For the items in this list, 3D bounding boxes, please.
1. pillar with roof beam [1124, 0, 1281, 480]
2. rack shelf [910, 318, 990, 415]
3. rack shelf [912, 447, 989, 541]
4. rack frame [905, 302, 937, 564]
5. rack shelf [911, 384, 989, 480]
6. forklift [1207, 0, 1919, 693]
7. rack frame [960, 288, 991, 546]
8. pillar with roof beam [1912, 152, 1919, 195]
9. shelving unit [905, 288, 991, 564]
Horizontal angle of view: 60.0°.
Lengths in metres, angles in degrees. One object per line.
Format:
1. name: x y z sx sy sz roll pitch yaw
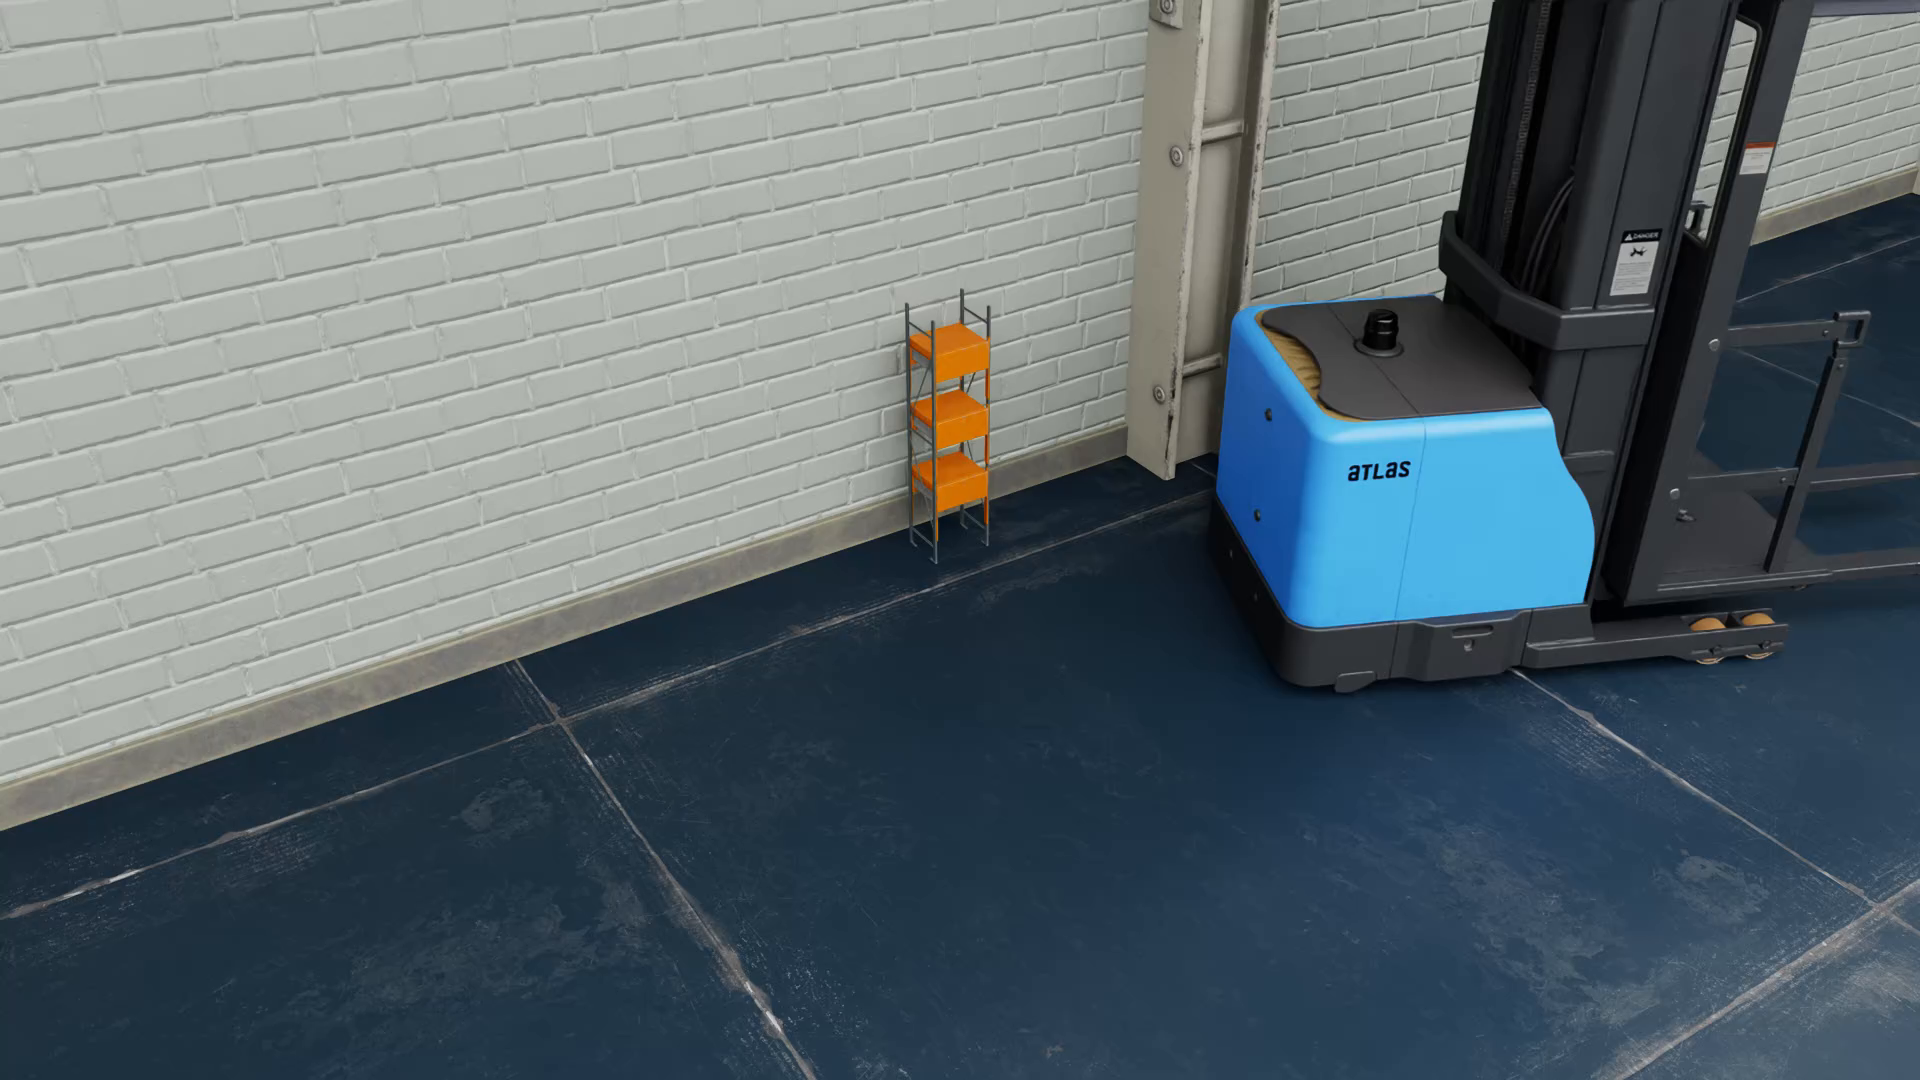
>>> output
1. pillar with roof beam: 3.299 -2.257 1.894 0.400 9.000 9.100 -19 37 -27
2. rack shelf: -0.045 -0.660 6.300 0.240 0.259 0.215 -19 37 -27
3. rack shelf: -0.045 -0.185 6.599 0.240 0.259 0.215 -19 37 -27
4. rack frame: -0.147 -0.393 6.389 0.008 1.050 0.200 -19 37 -27
5. rack shelf: -0.045 -0.420 6.451 0.240 0.259 0.215 -19 37 -27
6. forklift: 2.544 -1.063 5.688 3.031 2.935 1.130 -5 33 -8
7. rack frame: 0.058 -0.464 6.501 0.008 1.050 0.200 -19 37 -27
8. pillar with roof beam: 8.342 -3.992 4.643 0.400 9.000 9.100 -19 37 -27
9. shelving unit: -0.045 -0.429 6.445 0.252 1.050 0.215 -19 37 -27
